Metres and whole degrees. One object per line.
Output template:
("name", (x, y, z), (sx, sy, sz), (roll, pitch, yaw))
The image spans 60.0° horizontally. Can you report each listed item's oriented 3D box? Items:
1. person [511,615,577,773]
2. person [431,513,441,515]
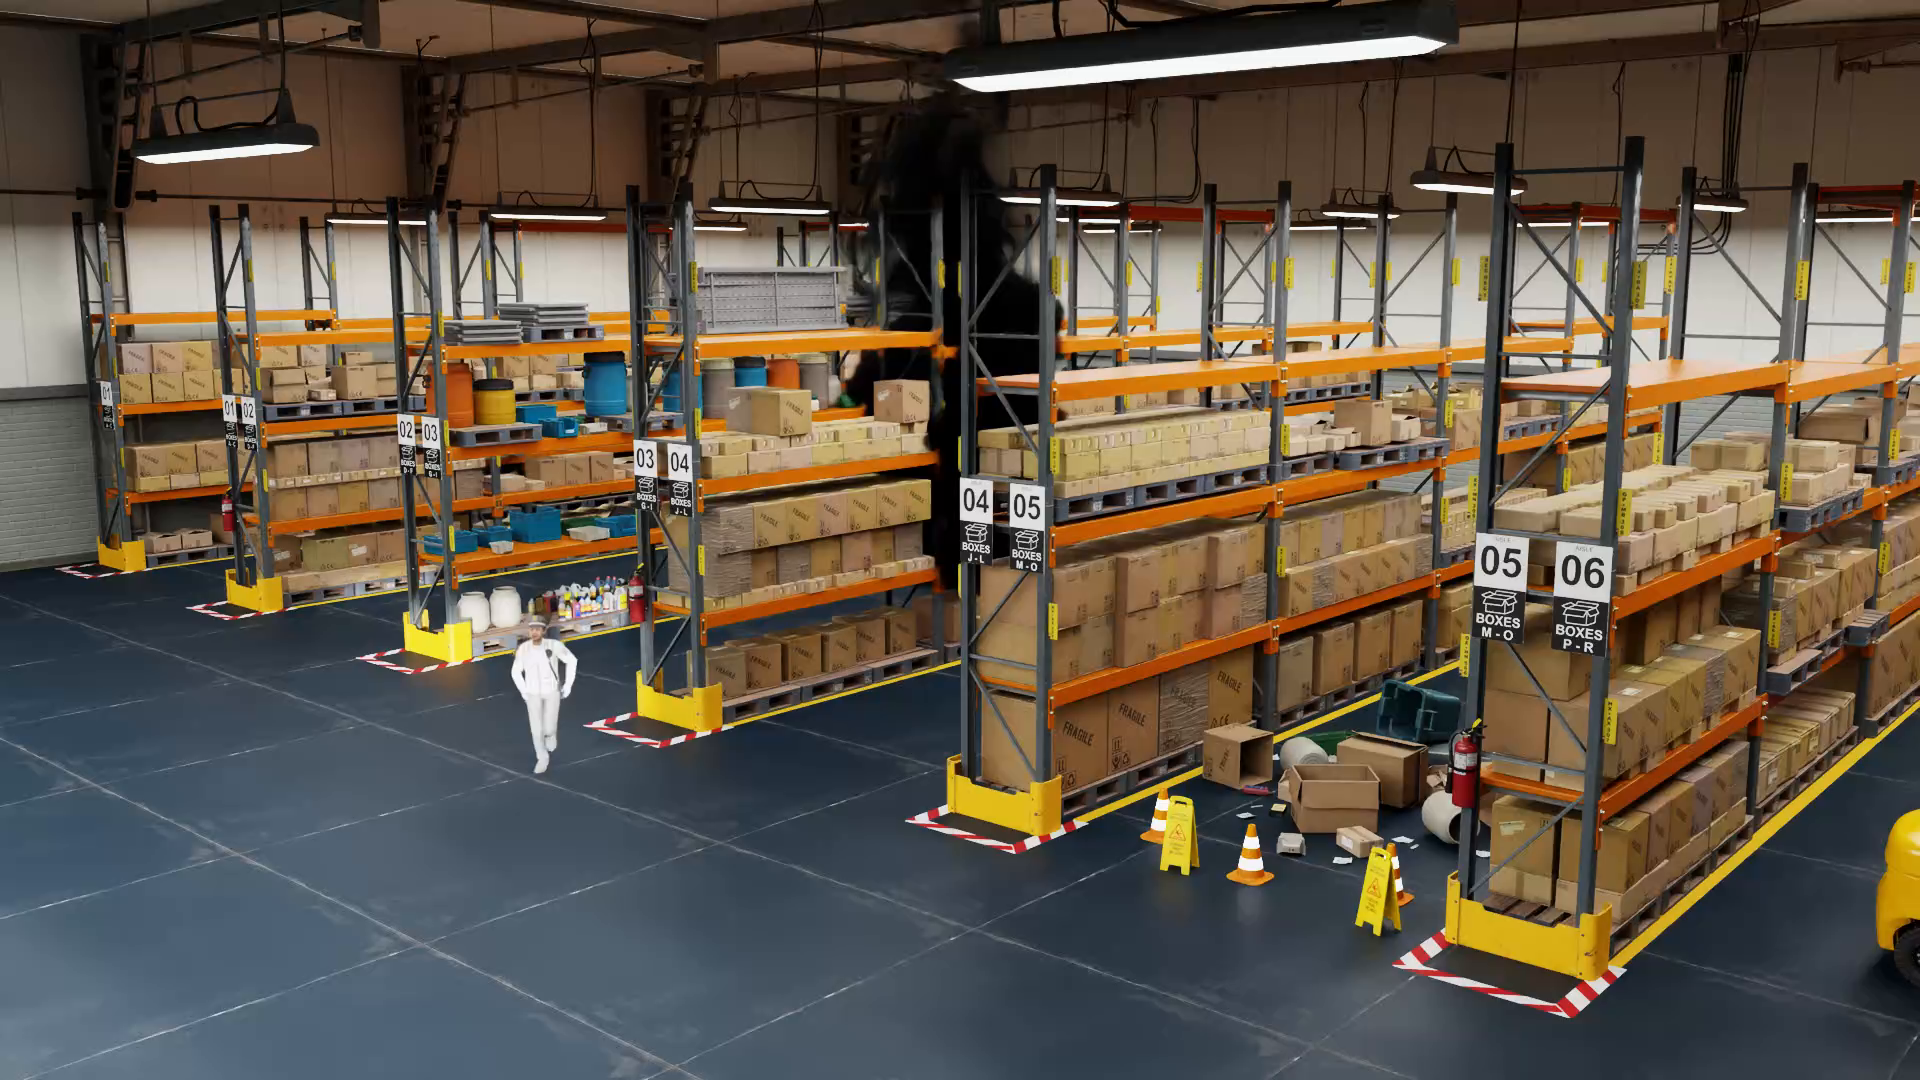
("person", (-4.253, 1.563, 16.998), (0.640, 1.667, 0.617), (-1, 9, -4))
("person", (-9.241, -0.532, 29.543), (0.619, 1.618, 0.862), (7, 12, 36))
